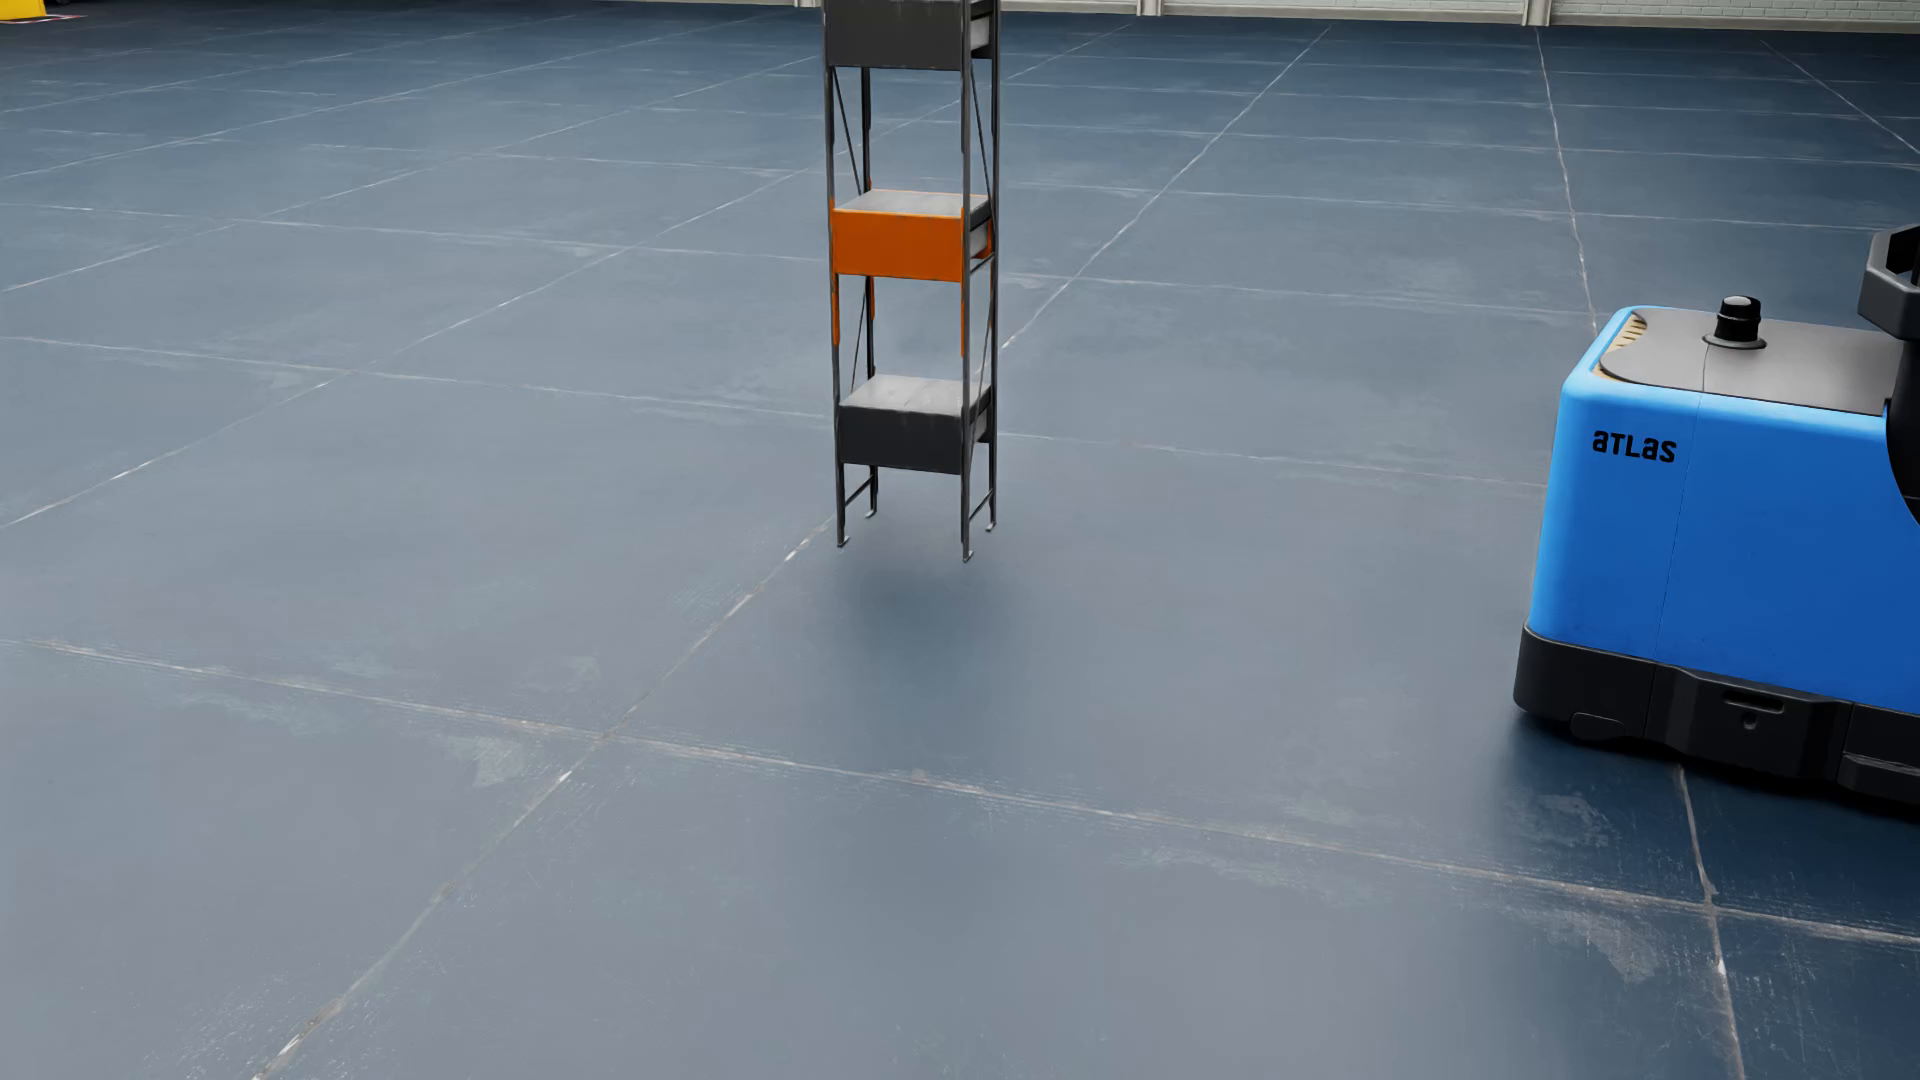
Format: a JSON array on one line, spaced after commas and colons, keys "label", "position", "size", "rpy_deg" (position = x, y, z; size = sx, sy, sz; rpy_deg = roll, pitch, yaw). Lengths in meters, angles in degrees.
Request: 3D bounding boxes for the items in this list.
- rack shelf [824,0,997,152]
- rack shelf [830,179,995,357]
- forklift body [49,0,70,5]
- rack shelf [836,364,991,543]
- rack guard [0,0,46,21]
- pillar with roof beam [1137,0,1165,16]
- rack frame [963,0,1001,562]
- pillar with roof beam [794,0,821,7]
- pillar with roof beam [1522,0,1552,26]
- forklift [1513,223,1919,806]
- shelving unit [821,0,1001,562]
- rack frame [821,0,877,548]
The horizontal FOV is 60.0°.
[{"label": "rack shelf", "position": [-0.158, -1.625, 5.655], "size": [0.480, 0.518, 0.431], "rpy_deg": [7, 23, 15]}, {"label": "rack shelf", "position": [-0.158, -0.977, 5.921], "size": [0.480, 0.518, 0.431], "rpy_deg": [7, 23, 15]}, {"label": "forklift body", "position": [-16.052, -10.702, 29.526], "size": [1.214, 2.155, 2.313], "rpy_deg": [7, 23, 16]}, {"label": "rack shelf", "position": [-0.158, -0.329, 6.187], "size": [0.480, 0.518, 0.431], "rpy_deg": [7, 23, 15]}, {"label": "rack guard", "position": [-15.213, -8.598, 26.571], "size": [0.348, 0.500, 1.175], "rpy_deg": [7, 23, 16]}, {"label": "pillar with roof beam", "position": [1.873, -11.192, 21.696], "size": [0.400, 9.000, 9.100], "rpy_deg": [7, 23, 16]}, {"label": "rack frame", "position": [0.075, -0.963, 5.851], "size": [0.015, 2.100, 0.400], "rpy_deg": [7, 23, 15]}, {"label": "pillar with roof beam", "position": [-3.871, -11.849, 23.300], "size": [0.400, 9.000, 9.100], "rpy_deg": [7, 23, 16]}, {"label": "pillar with roof beam", "position": [7.617, -10.534, 20.093], "size": [0.400, 9.000, 9.100], "rpy_deg": [7, 23, 16]}, {"label": "forklift", "position": [3.180, -0.691, 4.093], "size": [3.031, 2.935, 1.130], "rpy_deg": [12, 25, 27]}, {"label": "shelving unit", "position": [-0.158, -0.990, 5.916], "size": [0.503, 2.100, 0.431], "rpy_deg": [7, 23, 15]}, {"label": "rack frame", "position": [-0.392, -1.016, 5.981], "size": [0.015, 2.100, 0.400], "rpy_deg": [7, 23, 15]}]
